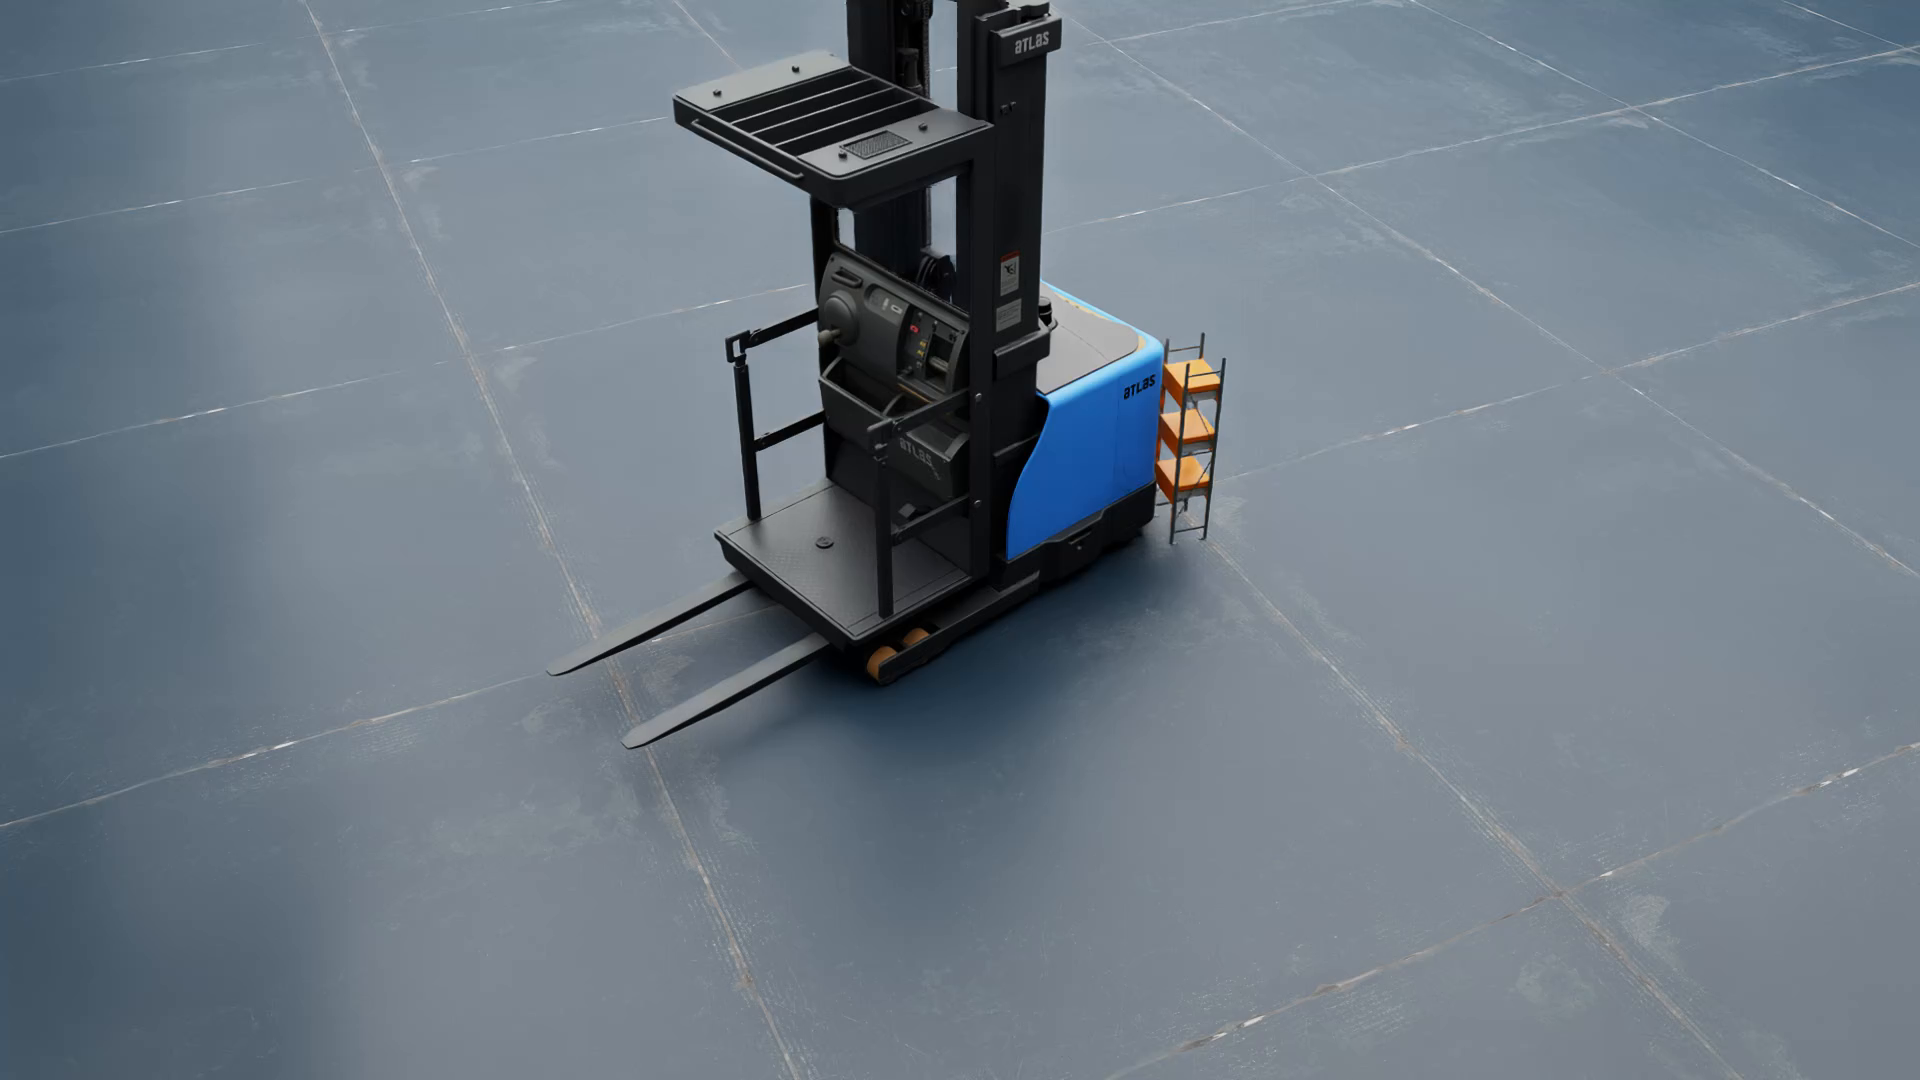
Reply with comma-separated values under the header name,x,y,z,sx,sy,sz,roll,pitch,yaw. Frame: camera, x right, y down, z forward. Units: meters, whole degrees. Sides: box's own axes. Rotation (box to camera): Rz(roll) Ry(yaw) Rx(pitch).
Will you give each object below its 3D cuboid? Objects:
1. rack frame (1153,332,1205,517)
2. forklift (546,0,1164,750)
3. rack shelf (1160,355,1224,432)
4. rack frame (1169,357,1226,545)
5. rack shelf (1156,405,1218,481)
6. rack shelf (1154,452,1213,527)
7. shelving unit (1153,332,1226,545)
name,x,y,z,sx,sy,sz,roll,pitch,yaw
rack frame,1.078,-0.555,8.260,0.200,1.050,0.008,-10,38,-14
forklift,-0.456,-0.882,7.121,3.031,2.935,1.130,-28,45,-32
rack shelf,1.114,-0.705,8.004,0.215,0.259,0.240,-10,38,-14
rack frame,1.149,-0.416,8.073,0.200,1.050,0.008,-10,38,-14
rack shelf,1.114,-0.477,8.173,0.215,0.259,0.240,-10,38,-14
rack shelf,1.114,-0.254,8.338,0.215,0.259,0.240,-10,38,-14
shelving unit,1.114,-0.486,8.166,0.215,1.050,0.252,-10,38,-14
